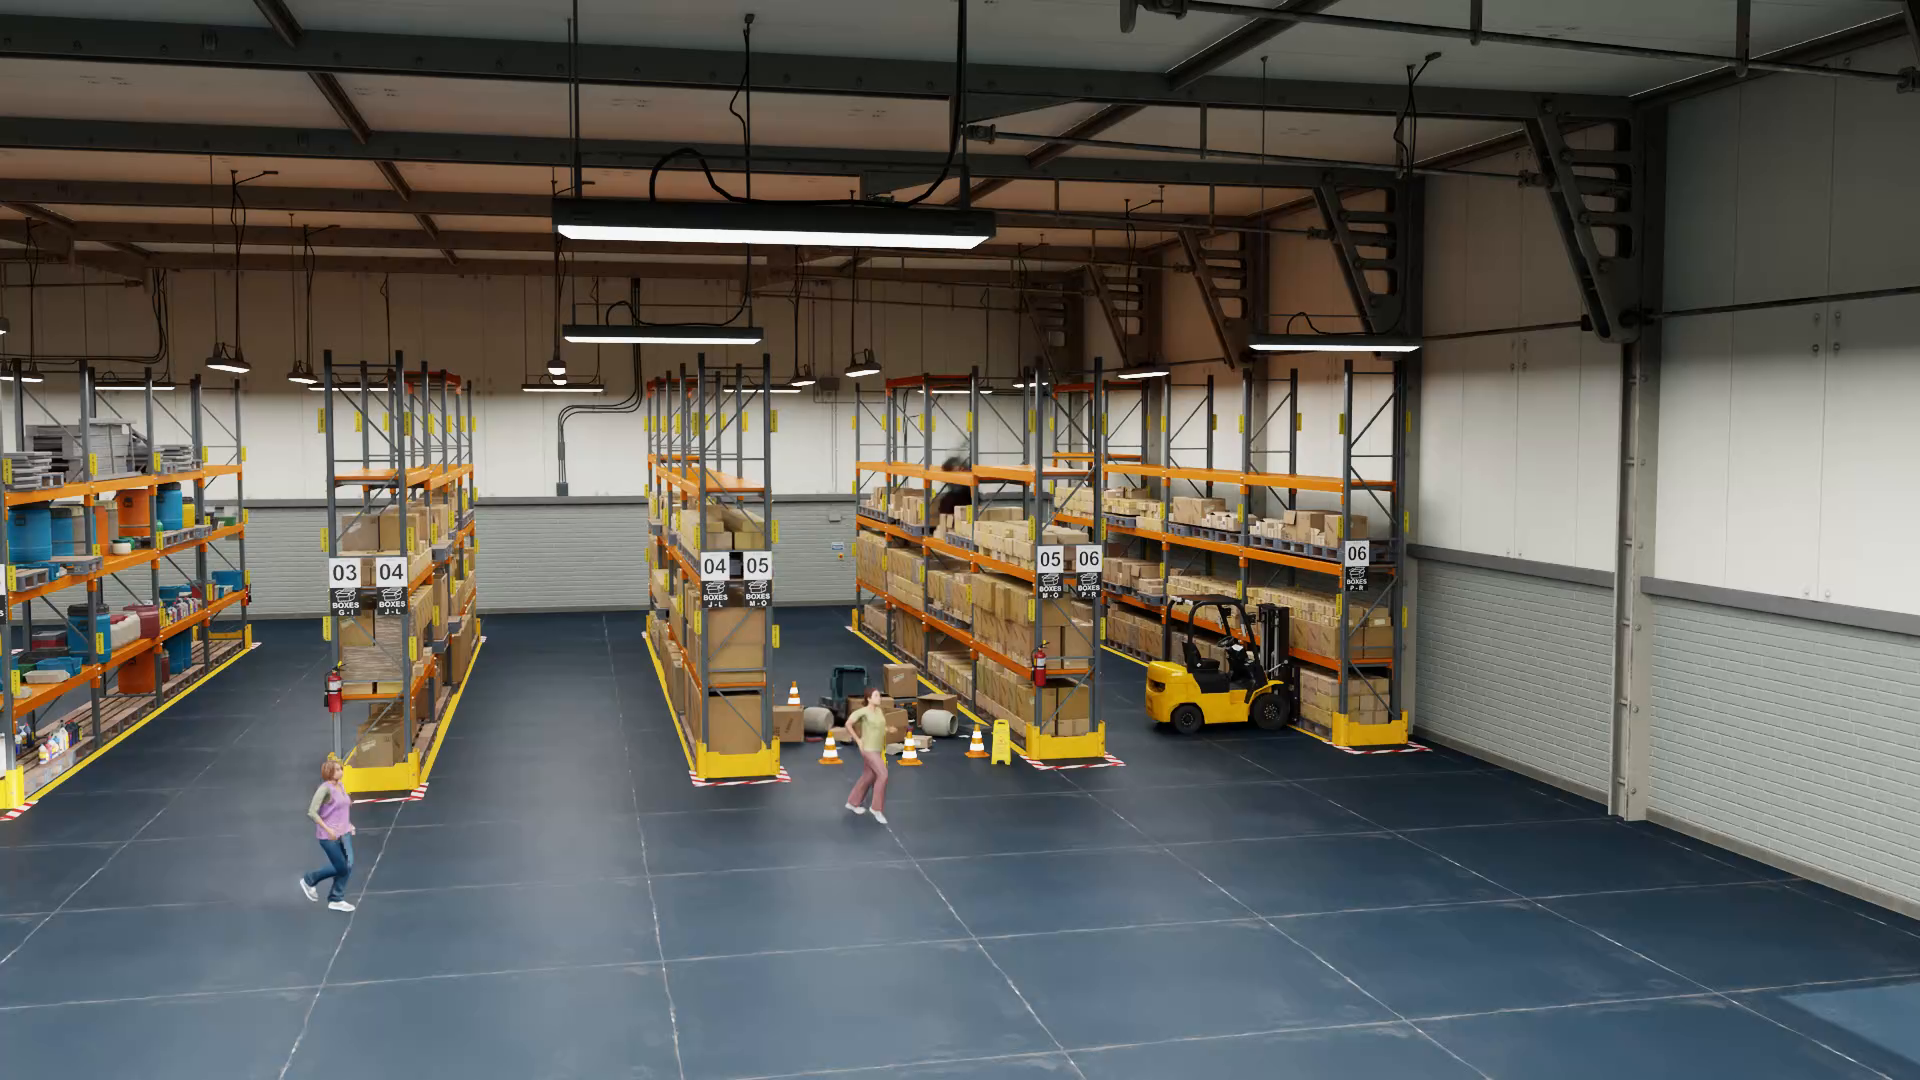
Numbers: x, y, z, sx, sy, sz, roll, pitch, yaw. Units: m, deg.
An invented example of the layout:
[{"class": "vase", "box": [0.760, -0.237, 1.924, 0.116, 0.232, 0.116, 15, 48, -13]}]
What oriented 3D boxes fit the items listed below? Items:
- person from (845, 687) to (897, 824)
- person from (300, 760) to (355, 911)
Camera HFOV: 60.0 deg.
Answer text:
[{"class": "person", "box": [-1.139, 2.713, 21.050, 0.733, 1.718, 0.558, 2, 4, 25]}, {"class": "person", "box": [-6.516, 3.084, 17.132, 0.552, 1.480, 0.548, 1, 4, 12]}]
